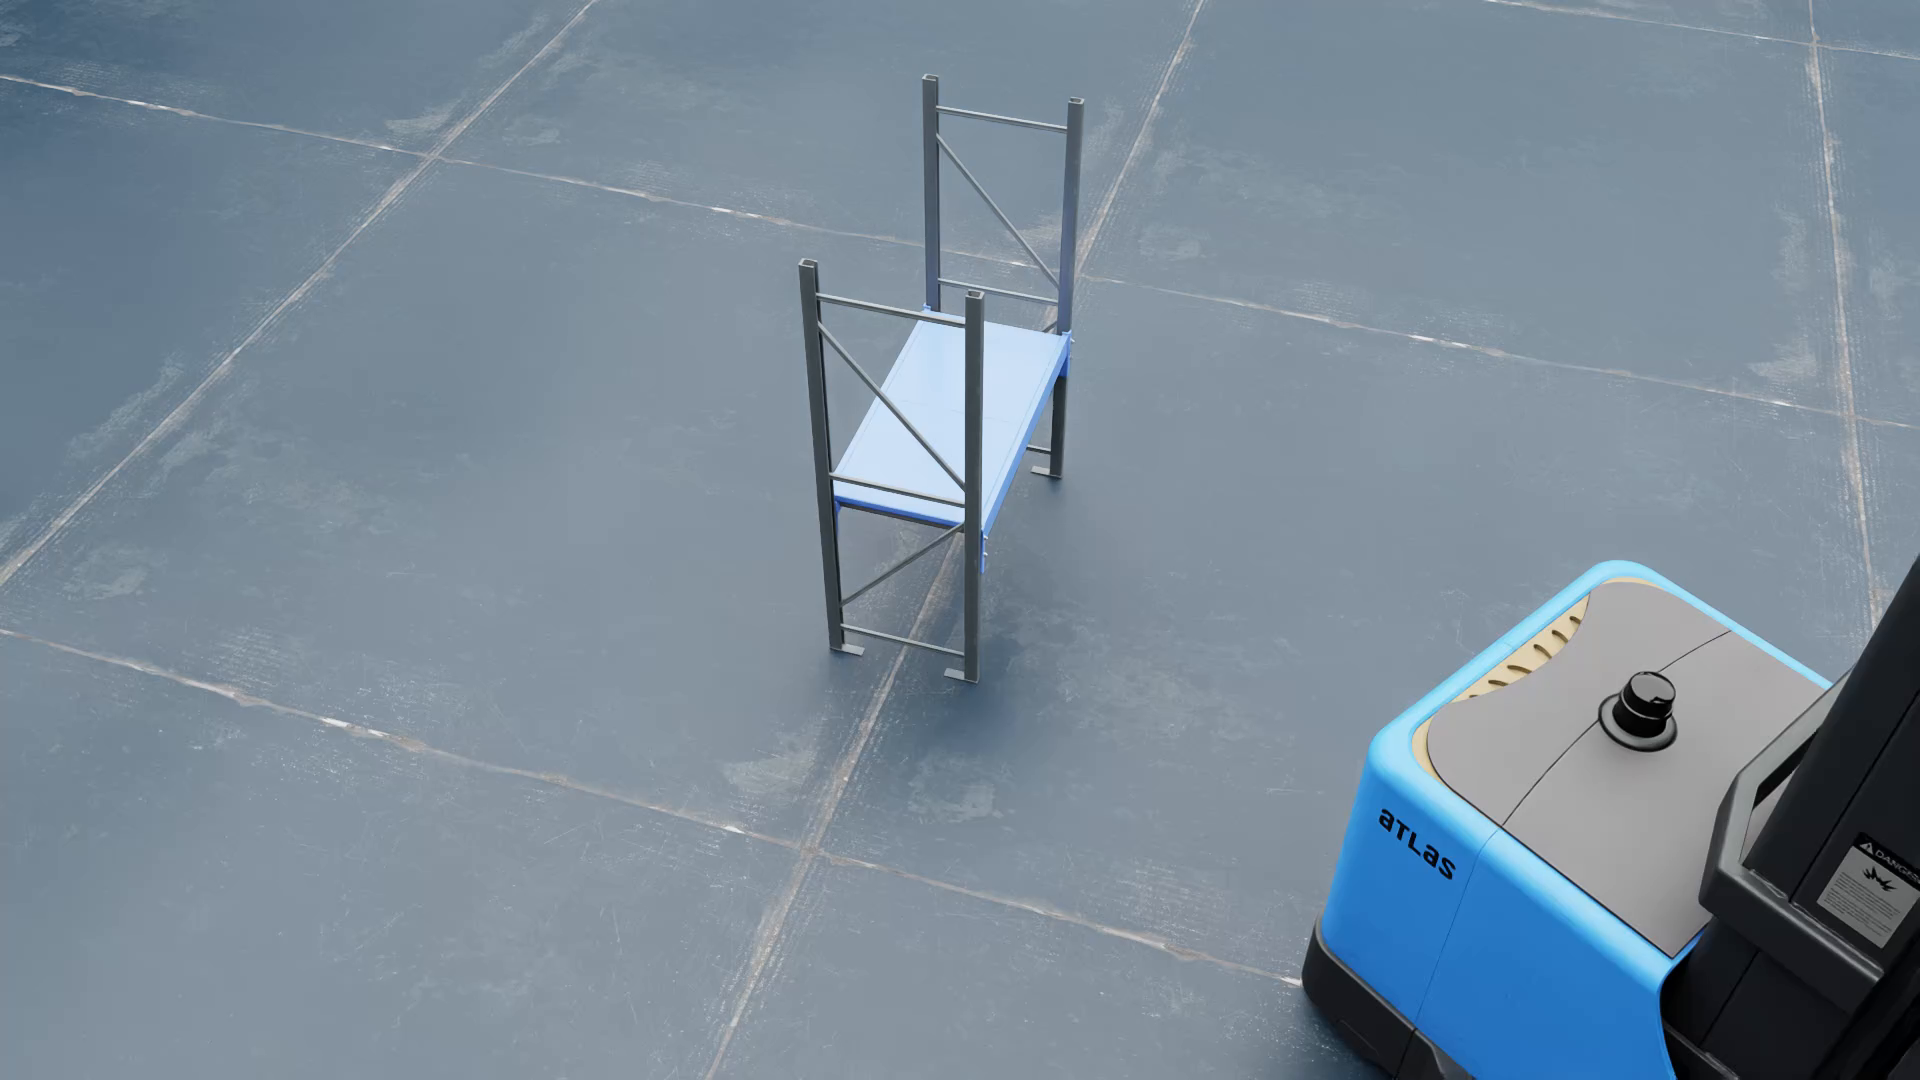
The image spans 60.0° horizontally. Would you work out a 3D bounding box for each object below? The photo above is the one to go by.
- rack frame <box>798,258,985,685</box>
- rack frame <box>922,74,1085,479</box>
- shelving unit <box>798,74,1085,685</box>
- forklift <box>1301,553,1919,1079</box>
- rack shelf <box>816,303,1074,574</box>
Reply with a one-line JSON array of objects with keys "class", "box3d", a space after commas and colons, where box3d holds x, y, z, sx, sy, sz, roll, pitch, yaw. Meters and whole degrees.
[{"class": "rack frame", "box3d": [-0.180, -0.140, 4.821, 0.500, 1.500, 0.032, 13, 46, 12]}, {"class": "rack frame", "box3d": [0.128, -0.818, 5.514, 0.500, 1.500, 0.032, 13, 46, 12]}, {"class": "shelving unit", "box3d": [-0.026, -0.479, 5.167, 0.538, 1.500, 1.048, 13, 46, 12]}, {"class": "forklift", "box3d": [2.242, 0.753, 2.885, 1.130, 2.935, 3.031, -30, 52, -27]}, {"class": "rack shelf", "box3d": [-0.026, -0.351, 5.293, 0.538, 0.185, 1.000, 13, 46, 12]}]
